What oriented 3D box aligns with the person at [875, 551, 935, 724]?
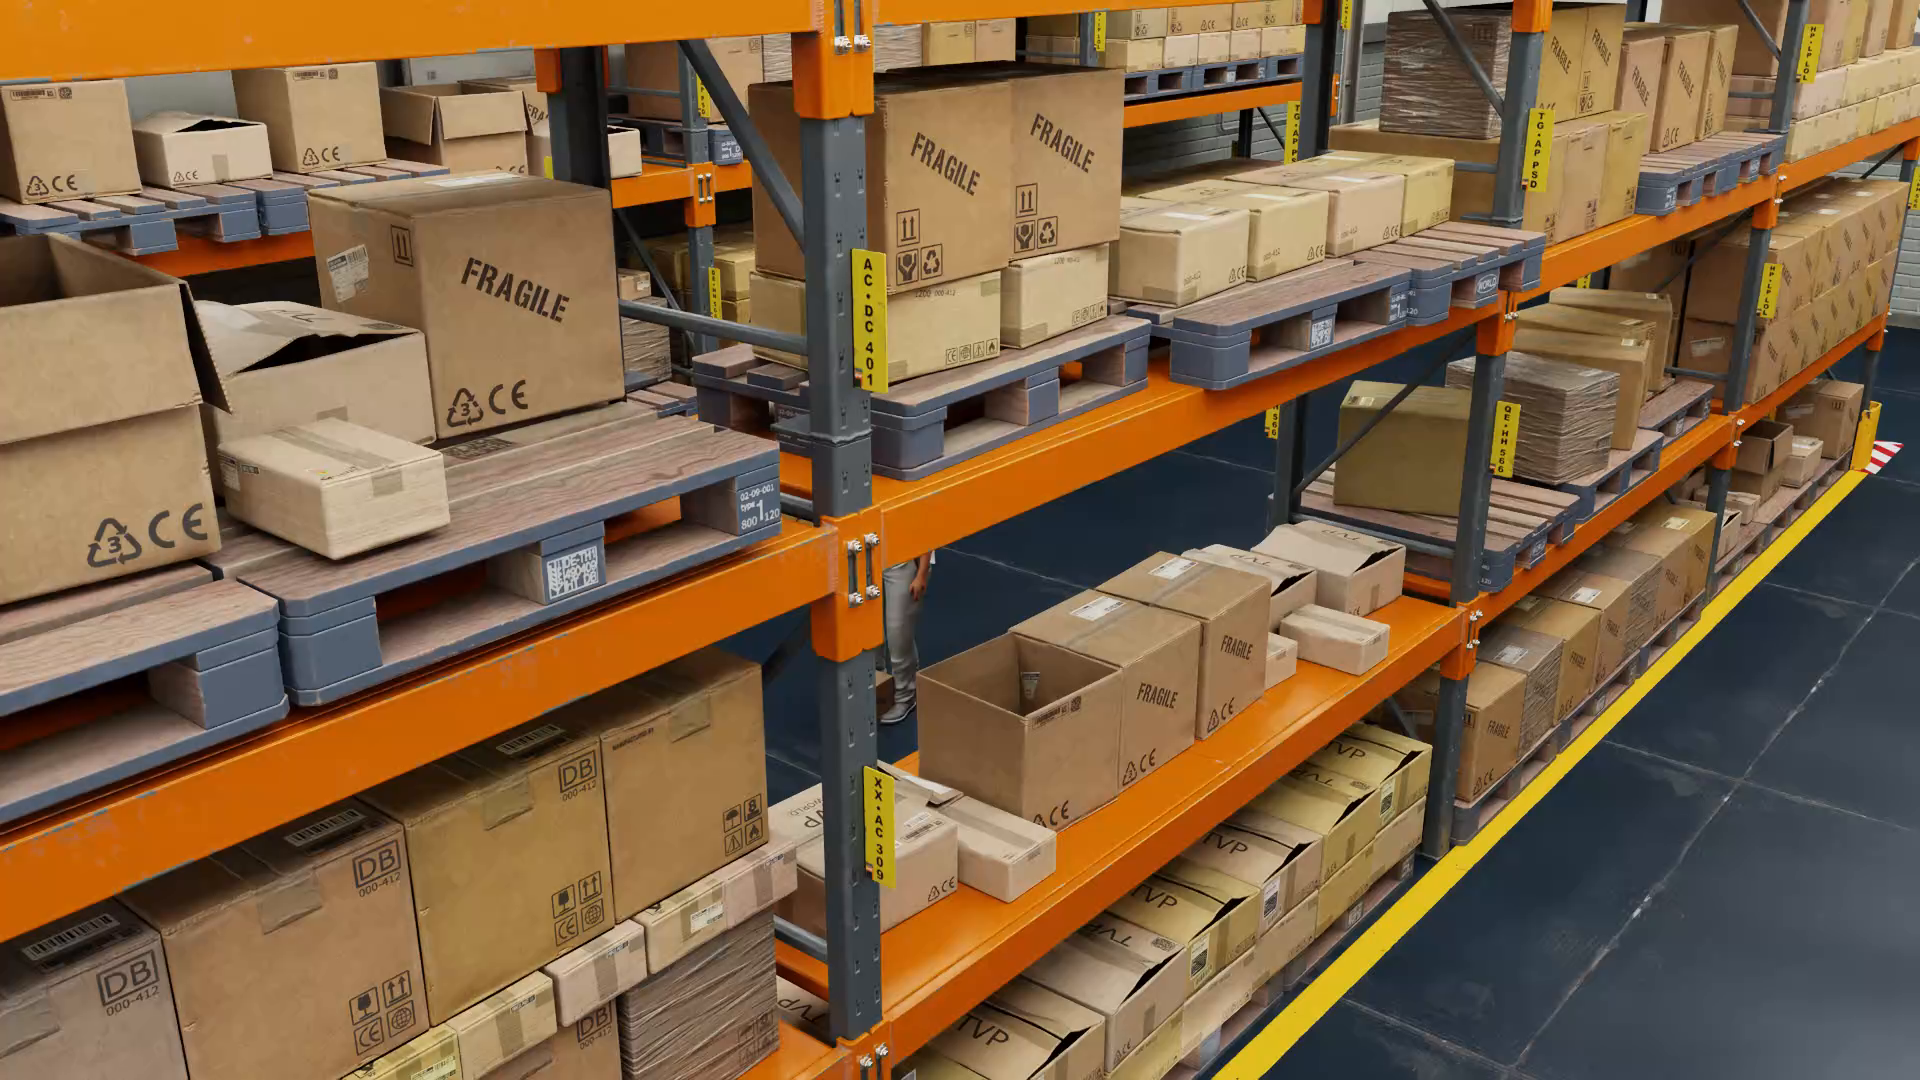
[{"bbox_3d":[-0.401,0.159,9.138,0.553,1.666,0.471,15,25,35],"label":"person"}]
